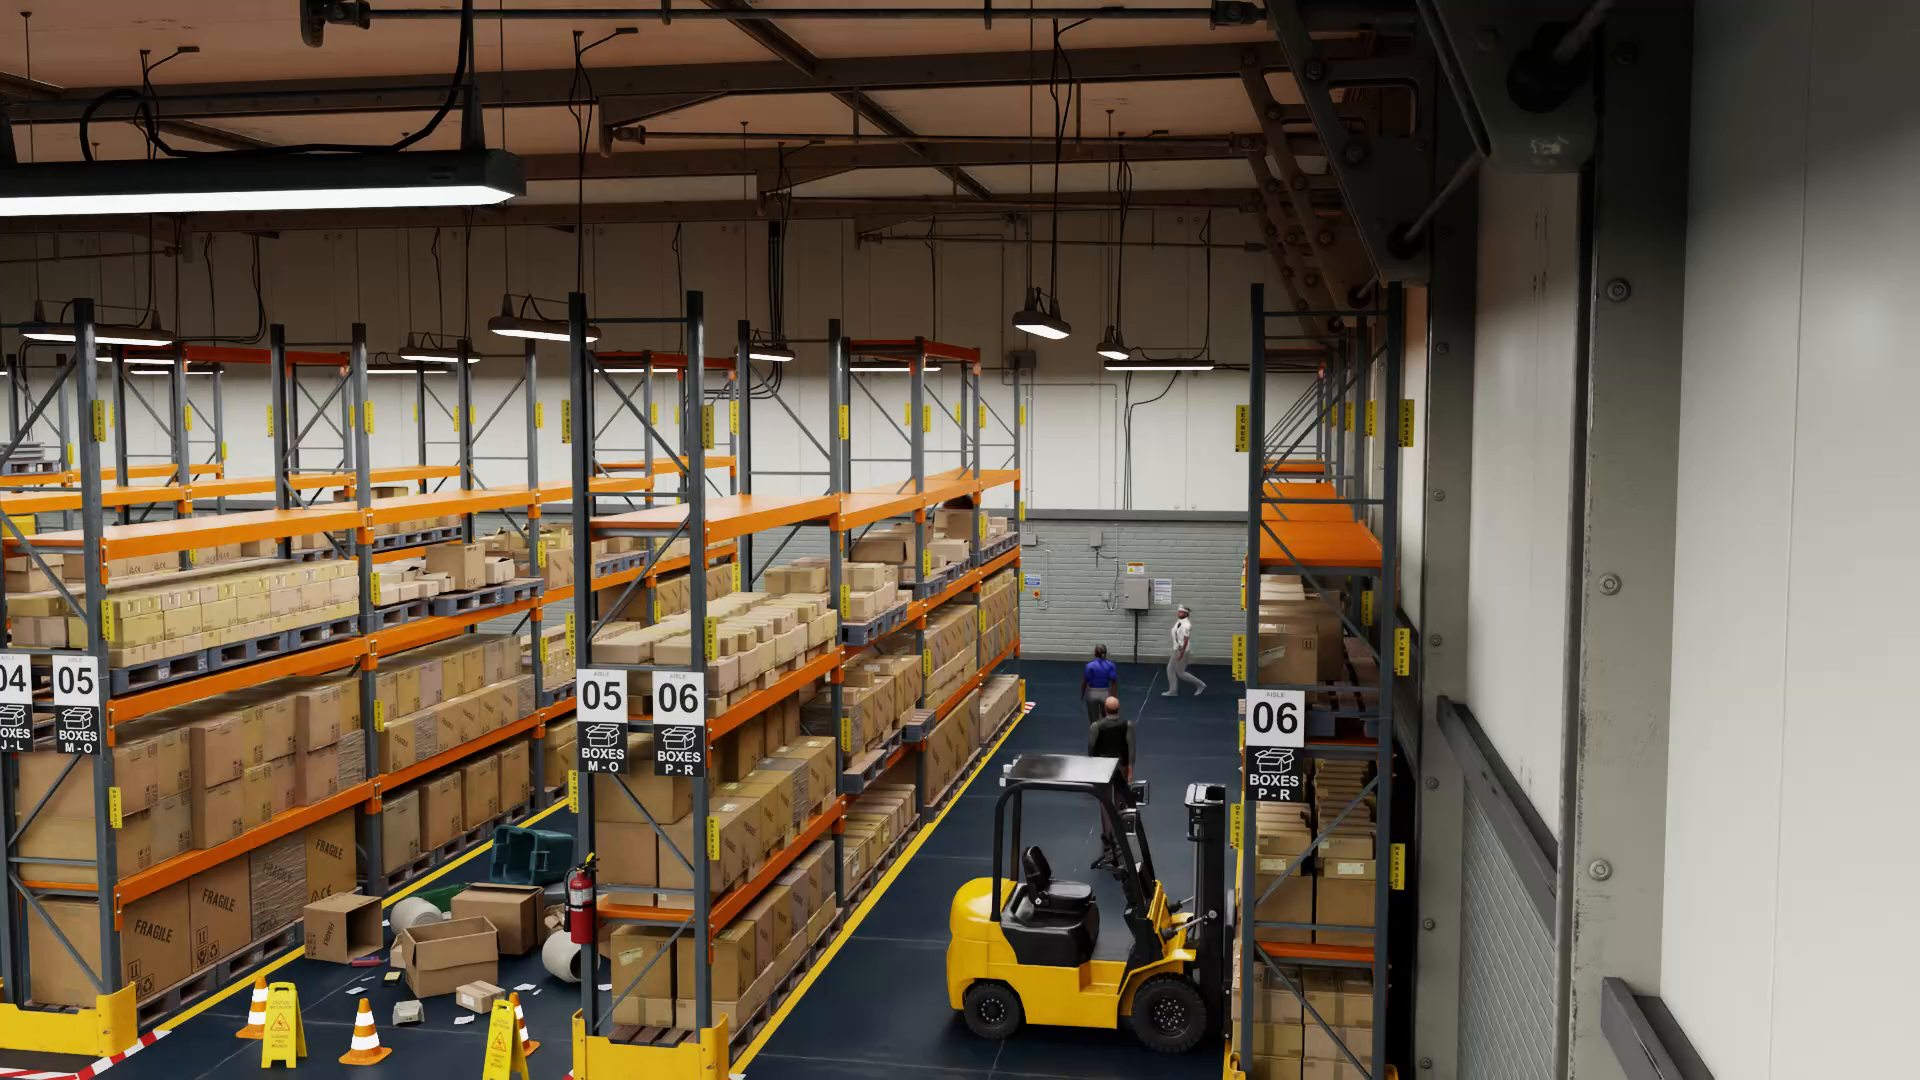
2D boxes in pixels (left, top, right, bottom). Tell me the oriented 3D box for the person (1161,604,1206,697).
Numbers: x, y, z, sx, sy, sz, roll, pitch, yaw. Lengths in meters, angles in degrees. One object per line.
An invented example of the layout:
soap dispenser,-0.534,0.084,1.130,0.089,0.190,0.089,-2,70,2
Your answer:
person,3.955,1.951,29.439,0.763,1.654,0.478,0,5,5

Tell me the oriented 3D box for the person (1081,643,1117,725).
person,1.957,2.256,23.445,0.491,1.648,0.817,0,5,-1

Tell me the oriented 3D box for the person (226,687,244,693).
person,-8.855,2.644,20.500,0.547,1.802,0.660,2,5,23

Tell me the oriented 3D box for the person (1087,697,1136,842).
person,1.796,2.709,19.800,0.573,1.731,0.772,0,5,-1
